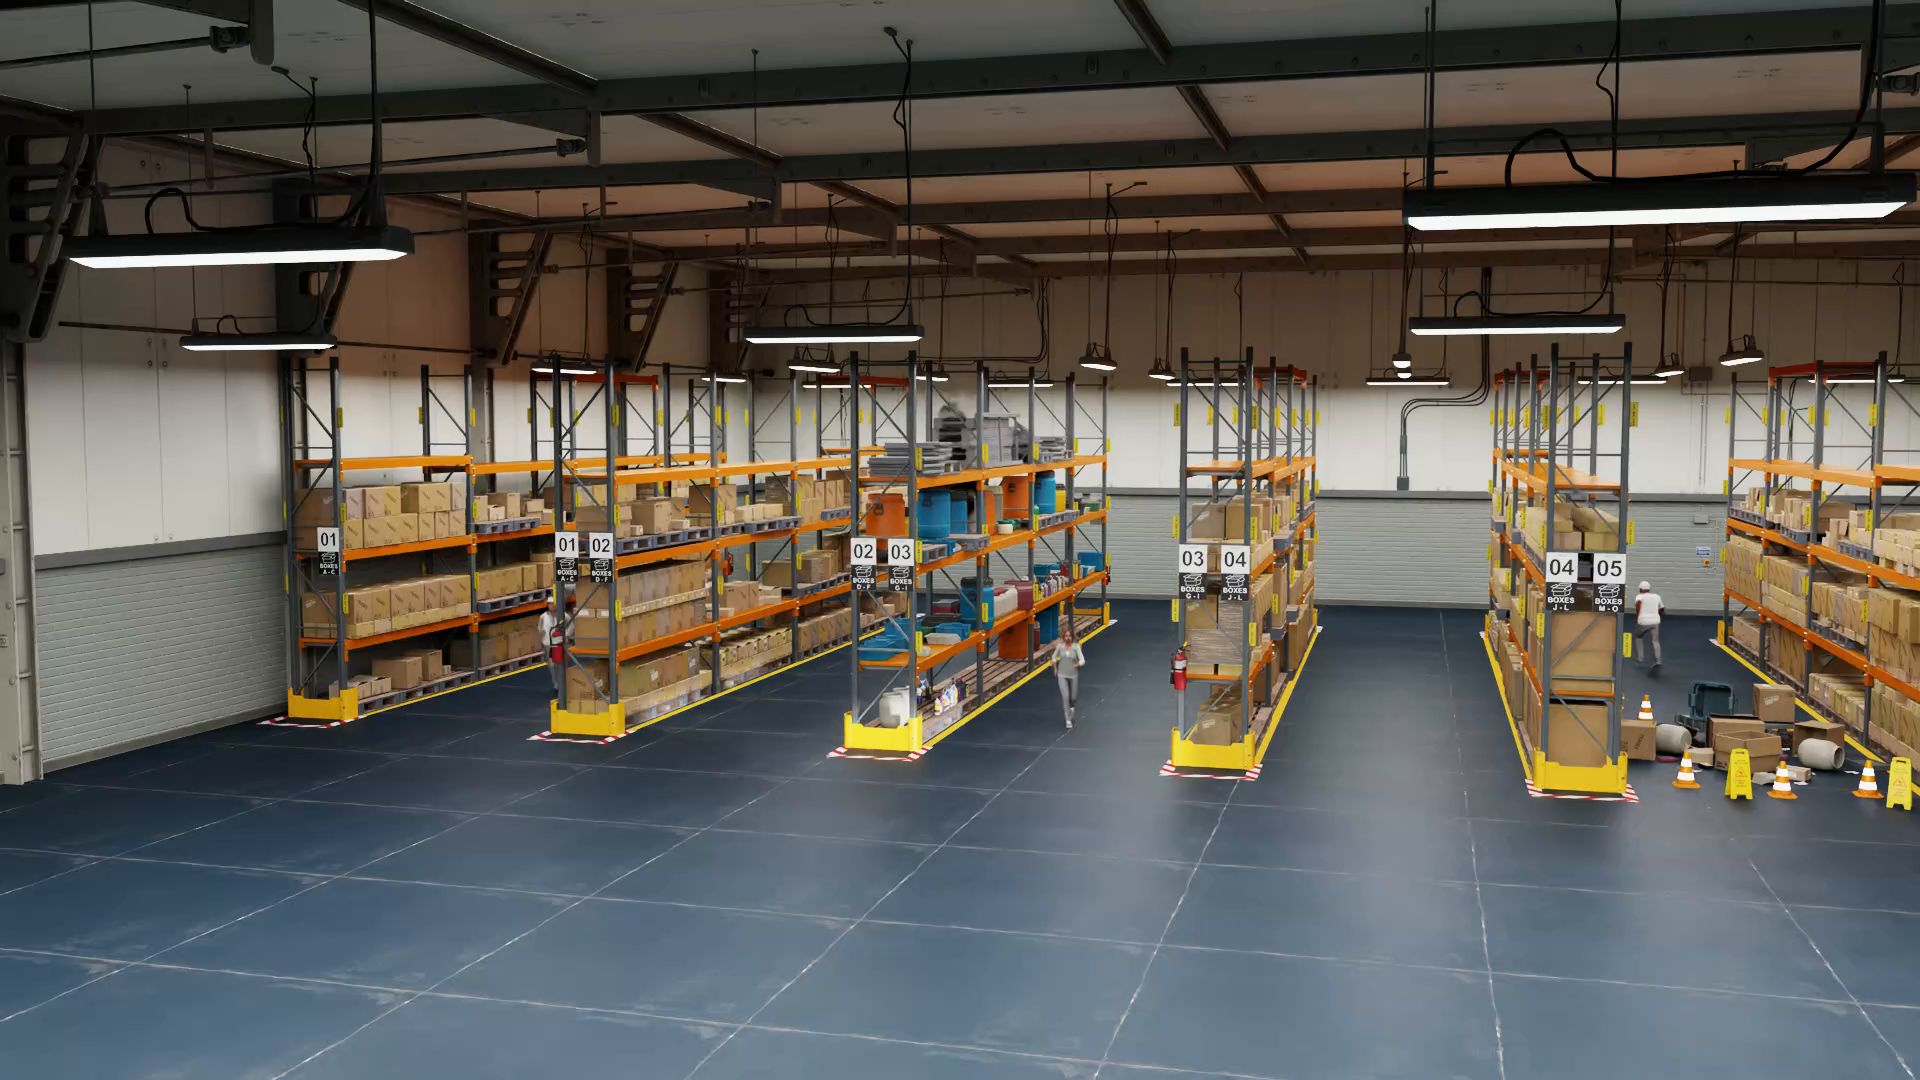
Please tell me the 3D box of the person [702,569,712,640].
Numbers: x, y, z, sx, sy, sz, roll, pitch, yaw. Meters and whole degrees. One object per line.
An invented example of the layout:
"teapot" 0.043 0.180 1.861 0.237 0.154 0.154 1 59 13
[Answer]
"person" -5.645 1.467 36.880 0.628 1.652 0.564 0 4 6

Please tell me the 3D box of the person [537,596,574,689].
"person" -7.386 1.904 30.298 0.634 1.773 0.698 0 4 -1

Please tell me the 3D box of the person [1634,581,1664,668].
"person" 13.667 1.729 32.942 0.691 1.774 0.963 0 4 0

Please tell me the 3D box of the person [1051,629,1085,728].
"person" 1.757 2.228 27.046 0.538 1.561 0.753 0 4 2
